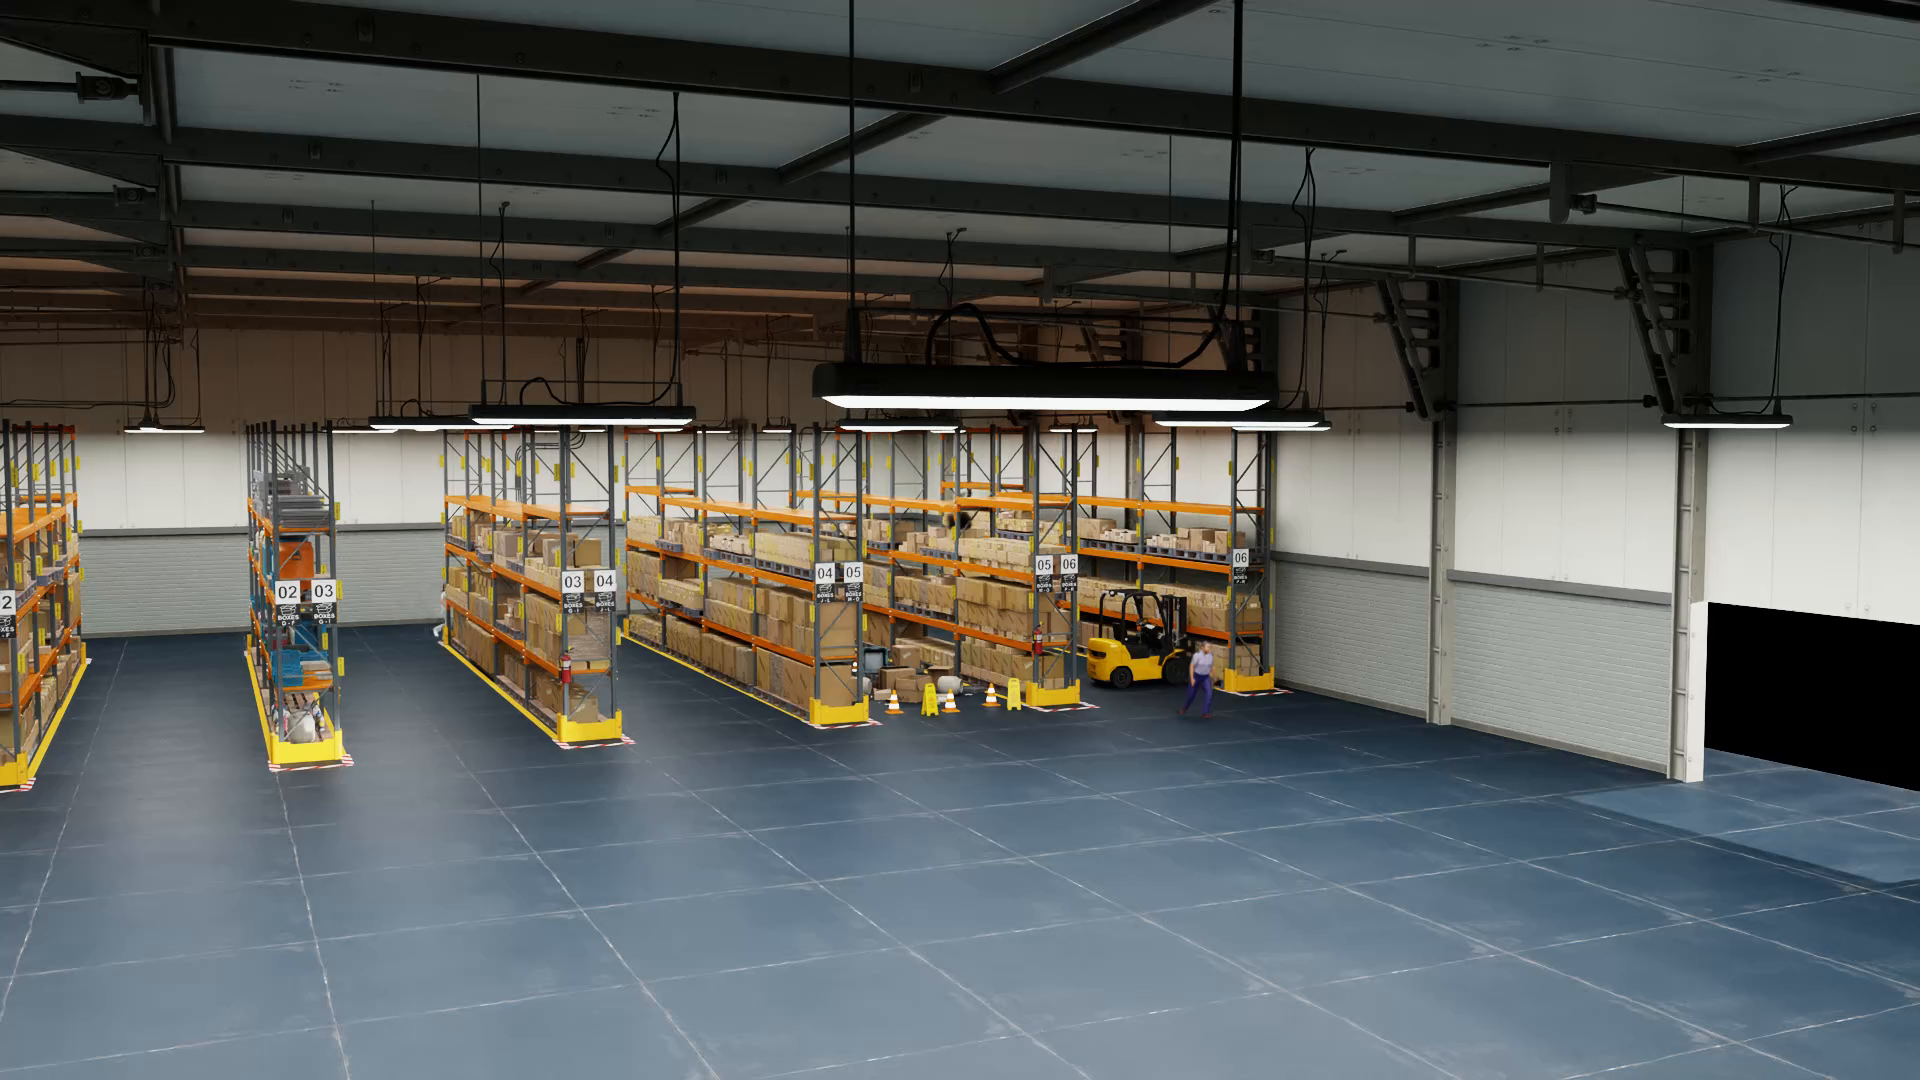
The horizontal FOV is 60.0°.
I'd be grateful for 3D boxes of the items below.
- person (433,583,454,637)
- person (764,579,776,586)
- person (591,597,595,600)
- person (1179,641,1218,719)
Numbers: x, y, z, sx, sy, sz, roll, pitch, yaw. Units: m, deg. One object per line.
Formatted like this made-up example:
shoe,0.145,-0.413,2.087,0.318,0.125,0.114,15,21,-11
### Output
person,-14.481,2.003,46.759,0.596,1.613,0.601,0,4,0
person,-6.015,1.680,52.349,0.532,1.547,0.573,3,4,36
person,-10.376,1.827,48.019,0.714,1.749,0.954,1,4,15
person,4.871,2.818,33.948,0.656,1.575,0.802,-2,4,-30
